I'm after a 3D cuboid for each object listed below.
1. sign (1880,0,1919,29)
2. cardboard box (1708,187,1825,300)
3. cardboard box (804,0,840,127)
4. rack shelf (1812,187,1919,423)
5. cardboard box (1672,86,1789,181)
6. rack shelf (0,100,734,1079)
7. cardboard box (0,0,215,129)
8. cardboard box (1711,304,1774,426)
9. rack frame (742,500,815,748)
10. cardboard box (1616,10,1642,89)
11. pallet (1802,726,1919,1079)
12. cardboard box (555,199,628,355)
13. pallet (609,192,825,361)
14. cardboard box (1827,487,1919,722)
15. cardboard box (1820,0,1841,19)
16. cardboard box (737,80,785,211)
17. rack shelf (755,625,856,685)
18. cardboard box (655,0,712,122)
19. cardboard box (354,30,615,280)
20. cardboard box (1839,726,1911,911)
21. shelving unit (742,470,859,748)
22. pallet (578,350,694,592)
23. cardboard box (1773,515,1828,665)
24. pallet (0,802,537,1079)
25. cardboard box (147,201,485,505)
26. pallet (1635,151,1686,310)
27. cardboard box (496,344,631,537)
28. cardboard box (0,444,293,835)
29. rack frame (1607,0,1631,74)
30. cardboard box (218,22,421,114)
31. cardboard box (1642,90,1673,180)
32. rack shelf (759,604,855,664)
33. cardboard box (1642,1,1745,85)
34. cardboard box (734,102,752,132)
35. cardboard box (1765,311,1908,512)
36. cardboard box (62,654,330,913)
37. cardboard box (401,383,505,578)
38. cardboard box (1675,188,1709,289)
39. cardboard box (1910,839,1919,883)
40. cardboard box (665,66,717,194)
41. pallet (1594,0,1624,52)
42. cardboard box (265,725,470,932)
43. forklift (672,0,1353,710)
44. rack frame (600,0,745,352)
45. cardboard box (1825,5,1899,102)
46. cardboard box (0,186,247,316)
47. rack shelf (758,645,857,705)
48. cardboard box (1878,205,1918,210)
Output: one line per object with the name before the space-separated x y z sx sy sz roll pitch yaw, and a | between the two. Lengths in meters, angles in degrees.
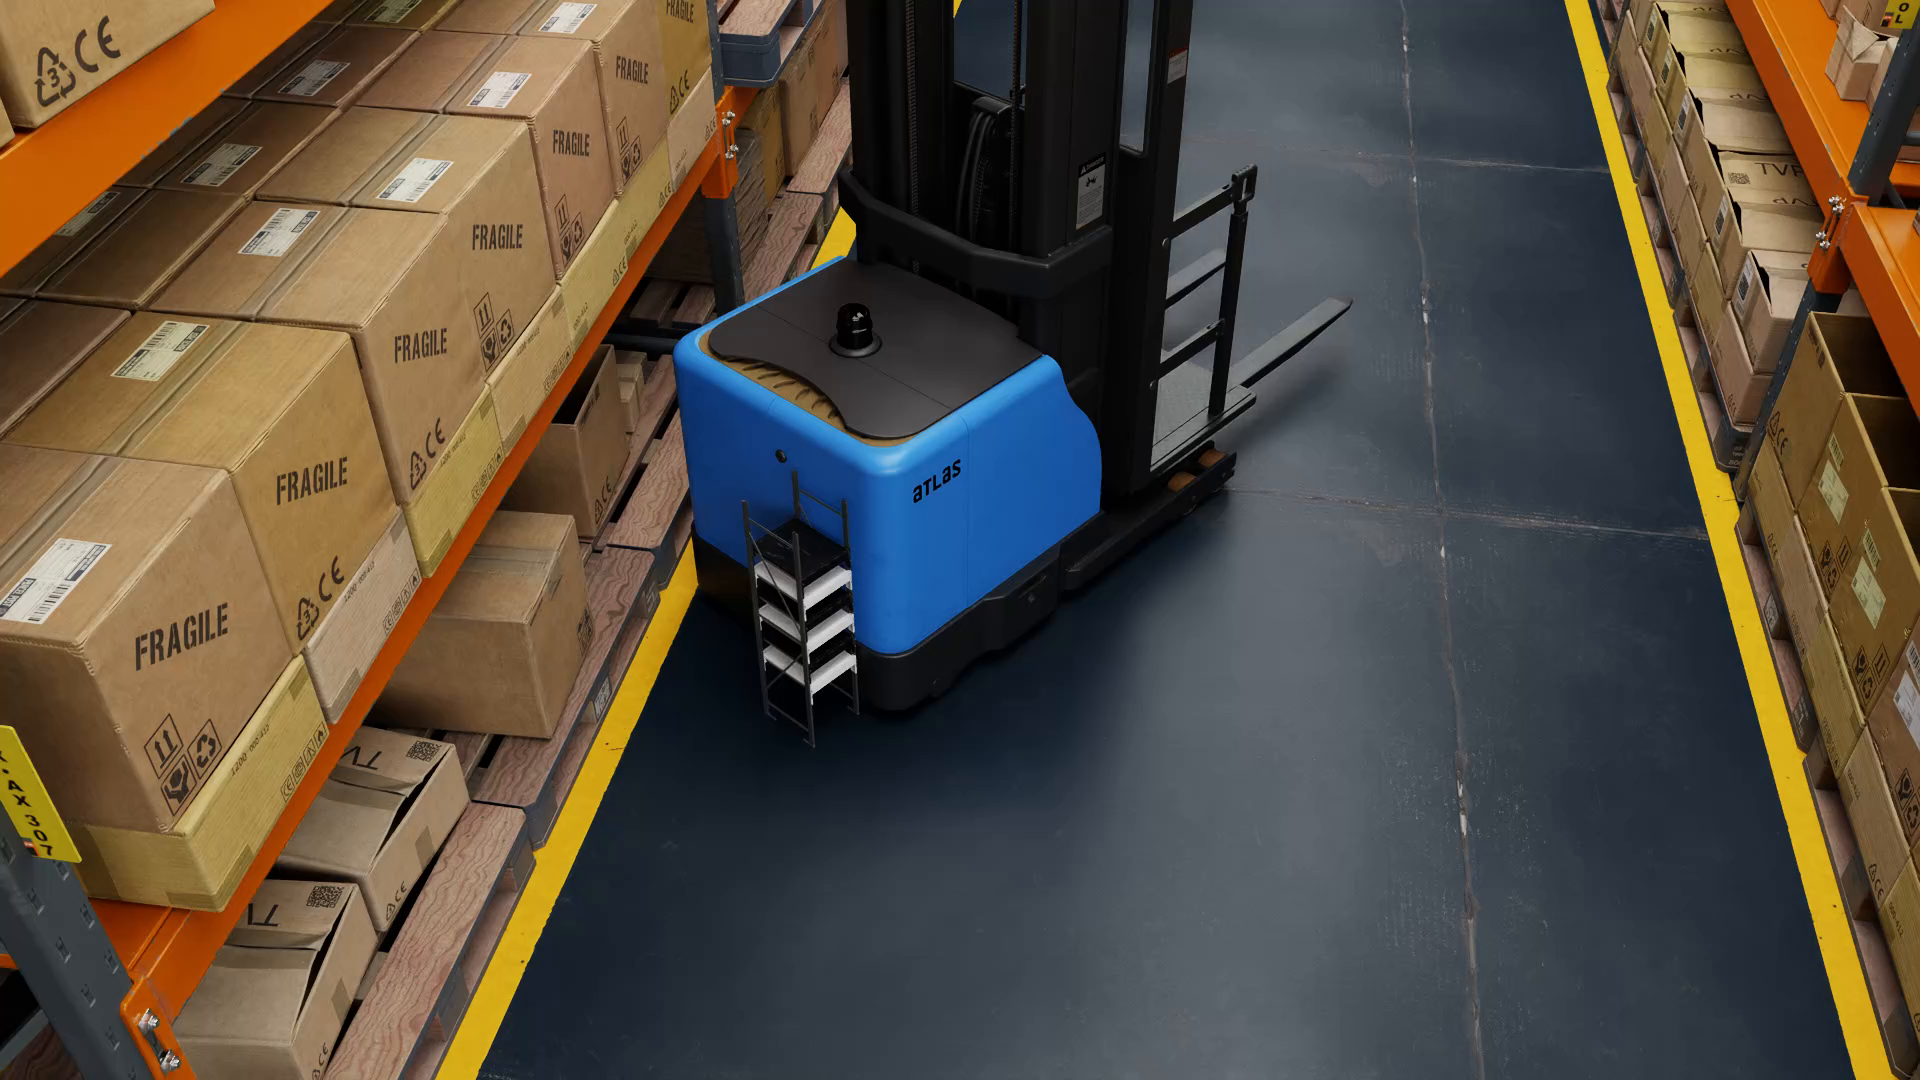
sign | 2.967 -1.748 5.163 0.100 0.325 0.005 6 40 8
cardboard box | 3.375 -1.210 6.747 0.500 0.311 0.500 7 40 9
cardboard box | -1.019 -2.456 8.483 0.700 0.500 0.500 6 40 7
rack shelf | 3.157 0.254 4.153 1.077 0.370 4.000 6 40 8
cardboard box | 3.554 -1.838 7.507 0.500 0.311 0.500 6 40 7
rack shelf | -1.723 -0.290 4.811 1.077 0.370 4.000 6 40 8
cardboard box | -1.637 -1.030 2.693 0.500 0.500 0.500 9 40 11
cardboard box | 3.289 -0.673 6.538 0.500 0.250 0.500 6 40 7
rack frame | -0.564 0.280 5.206 0.240 0.900 0.006 30 48 31
cardboard box | 3.815 -2.595 8.862 0.500 0.250 0.500 6 40 8
pallet | 3.115 1.059 4.804 1.003 0.211 1.213 6 40 8
cardboard box | -1.326 -0.812 4.980 0.500 0.250 0.500 6 40 7
pallet | -1.243 -1.236 7.580 1.003 0.211 1.213 6 40 8
cardboard box | 2.941 0.215 4.876 0.500 0.500 0.500 6 40 8
cardboard box | 3.830 -2.442 6.771 0.500 0.500 0.500 6 40 8
cardboard box | -1.226 -1.822 7.716 0.700 0.500 0.500 6 40 7
rack shelf | -0.495 0.327 5.342 0.258 0.077 0.200 30 48 31
cardboard box | -1.154 -1.730 5.502 0.500 0.500 0.500 6 40 8
cardboard box | -1.332 -1.102 4.742 0.500 0.500 0.500 5 40 6
cardboard box | 2.860 0.818 4.735 0.500 0.250 0.500 6 40 8
shelving unit | -0.495 0.232 5.263 0.258 0.900 0.210 30 48 31
pallet | -1.458 -0.322 6.474 1.003 0.211 1.213 6 40 8
cardboard box | 3.033 0.190 5.494 0.500 0.250 0.500 6 40 8
pallet | -1.880 1.209 4.622 1.003 0.211 1.213 6 40 8
cardboard box | -1.499 -0.450 3.954 0.500 0.500 0.500 5 40 6
pallet | 3.801 -1.438 7.824 1.003 0.211 1.213 6 40 8
cardboard box | -1.517 -0.373 5.963 0.500 0.500 0.500 4 40 4
cardboard box | -1.690 0.183 3.188 0.500 0.500 0.500 6 40 8
rack frame | 4.195 -3.789 8.478 1.000 3.000 0.127 6 40 8
cardboard box | -1.849 -1.153 4.804 0.500 0.500 0.500 7 40 9
cardboard box | 3.645 -1.952 8.085 0.500 0.250 0.500 5 40 6
rack shelf | -0.495 0.258 5.285 0.258 0.077 0.200 30 48 31
cardboard box | 3.733 -2.480 8.284 0.500 0.311 0.500 5 40 7
cardboard box | -1.193 -2.058 7.413 0.500 0.250 0.500 6 40 7
cardboard box | 3.114 -0.413 5.635 0.500 0.500 0.500 6 40 8
cardboard box | -1.672 0.467 3.433 0.500 0.250 0.500 5 40 6
cardboard box | -1.502 -0.180 4.215 0.500 0.250 0.500 6 40 7
cardboard box | 3.467 -1.311 7.310 0.500 0.250 0.500 7 40 9
cardboard box | 2.769 0.842 4.117 0.500 0.500 0.500 6 40 8
cardboard box | -1.160 -1.441 5.741 0.500 0.250 0.500 6 40 8
pallet | 4.362 -3.178 9.929 1.003 0.211 1.213 6 40 8
cardboard box | -1.762 0.773 4.726 0.500 0.311 0.500 10 41 11
forklift | 0.422 -1.423 5.671 1.130 2.935 3.031 30 48 31
rack frame | -1.377 -1.822 6.100 1.000 3.000 0.127 6 40 8
cardboard box | 3.474 -1.799 6.177 0.396 0.266 0.258 5 40 7
cardboard box | -2.015 -0.510 4.026 0.500 0.500 0.500 5 40 6
rack shelf | -0.495 0.396 5.399 0.258 0.077 0.200 30 48 31
cardboard box | 3.912 -1.142 6.666 0.500 0.311 0.500 6 40 7
